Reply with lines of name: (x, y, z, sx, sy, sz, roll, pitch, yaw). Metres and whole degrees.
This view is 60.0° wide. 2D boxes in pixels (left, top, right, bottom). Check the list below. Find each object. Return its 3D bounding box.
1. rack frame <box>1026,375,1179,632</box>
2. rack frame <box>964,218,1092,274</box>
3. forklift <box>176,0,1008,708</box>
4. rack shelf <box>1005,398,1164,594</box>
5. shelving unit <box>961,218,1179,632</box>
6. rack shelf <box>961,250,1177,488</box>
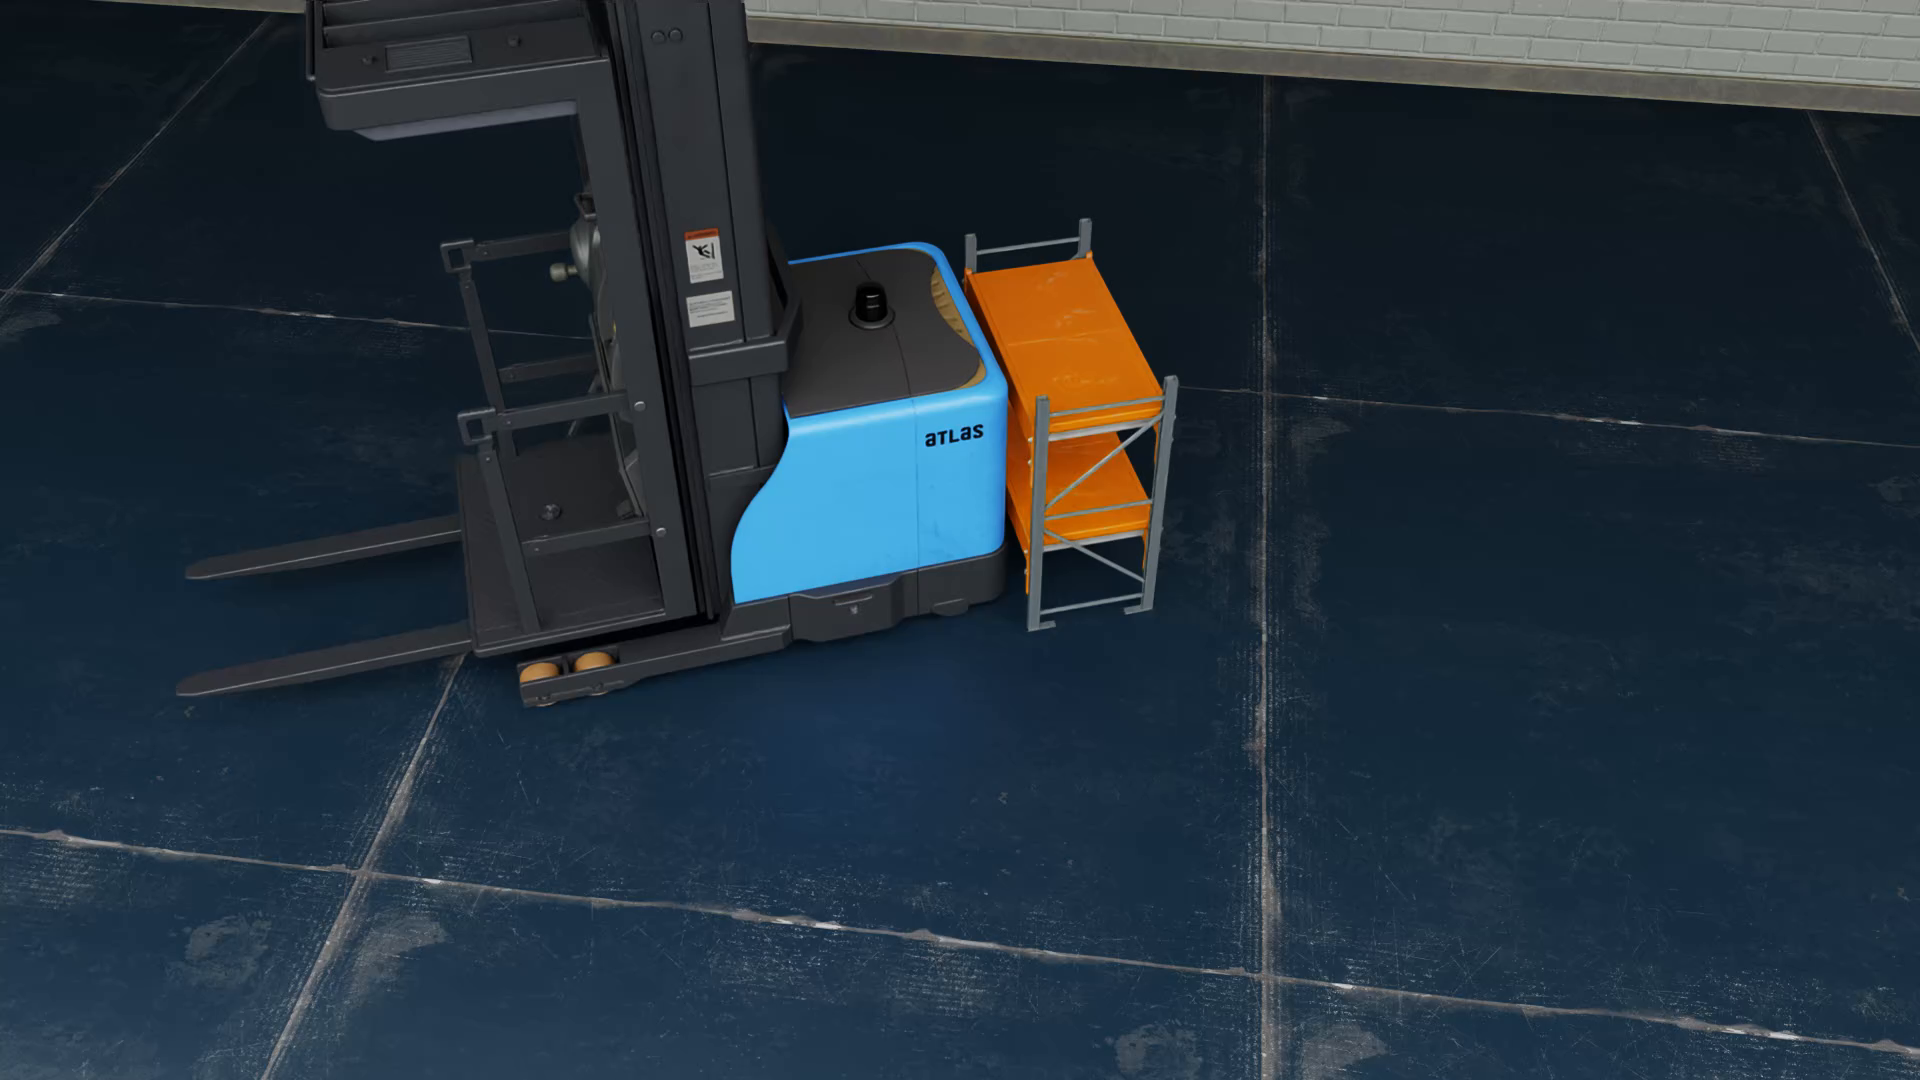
rack frame: (0.503, -0.108, 6.045, 0.500, 1.125, 0.032, -9, 44, -10)
rack frame: (0.262, -0.787, 6.763, 0.500, 1.125, 0.032, -9, 44, -10)
forklift: (-1.392, -0.860, 5.526, 3.031, 2.935, 1.130, -11, 45, -11)
rack shelf: (0.382, -0.270, 6.572, 0.538, 0.278, 1.000, -9, 44, -10)
shelving unit: (0.383, -0.447, 6.404, 0.538, 1.125, 1.048, -9, 44, -10)
rack shelf: (0.383, -0.660, 6.203, 0.538, 0.278, 1.000, -9, 44, -10)
